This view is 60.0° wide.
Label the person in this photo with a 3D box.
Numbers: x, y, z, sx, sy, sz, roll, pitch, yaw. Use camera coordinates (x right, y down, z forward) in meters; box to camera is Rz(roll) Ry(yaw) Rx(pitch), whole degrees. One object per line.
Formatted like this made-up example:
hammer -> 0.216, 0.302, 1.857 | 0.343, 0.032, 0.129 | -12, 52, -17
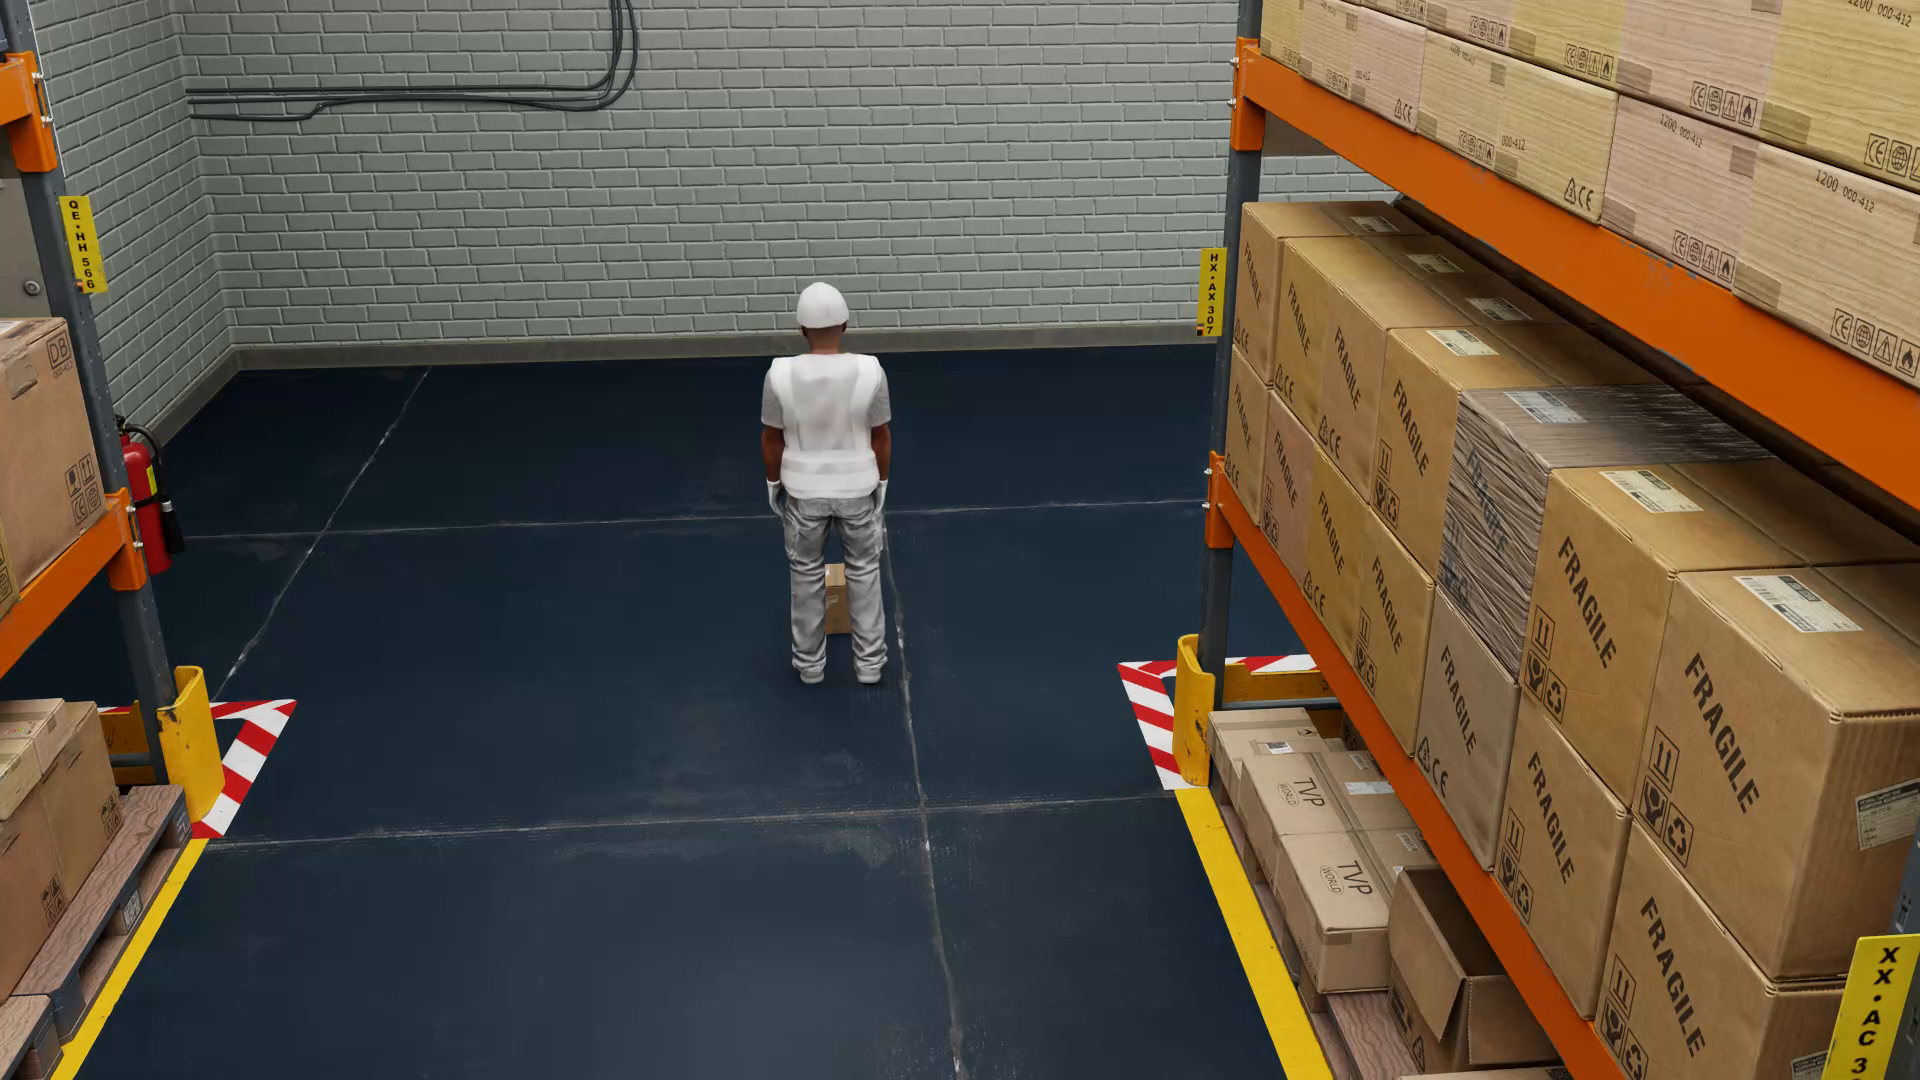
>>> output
person -> -0.563, -0.220, 7.101 | 0.545, 1.795, 0.356 | -2, 24, -4
